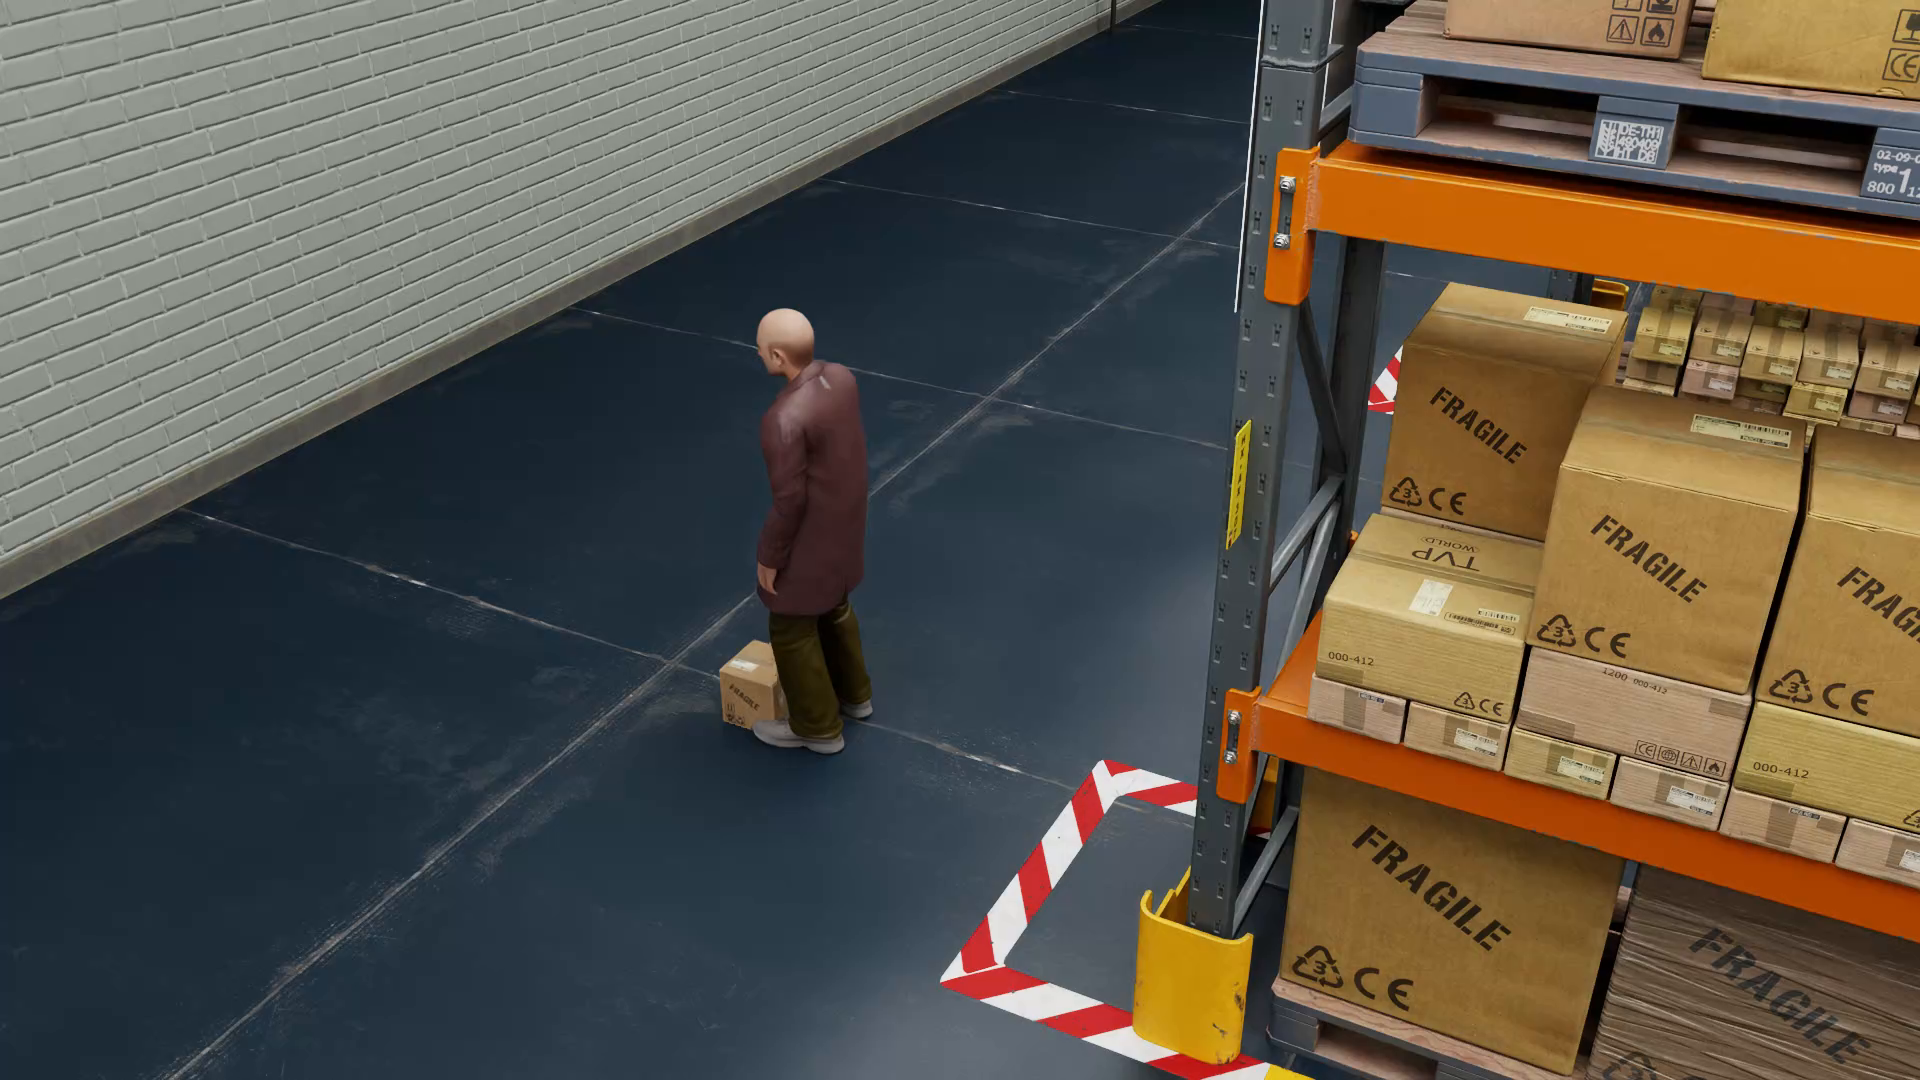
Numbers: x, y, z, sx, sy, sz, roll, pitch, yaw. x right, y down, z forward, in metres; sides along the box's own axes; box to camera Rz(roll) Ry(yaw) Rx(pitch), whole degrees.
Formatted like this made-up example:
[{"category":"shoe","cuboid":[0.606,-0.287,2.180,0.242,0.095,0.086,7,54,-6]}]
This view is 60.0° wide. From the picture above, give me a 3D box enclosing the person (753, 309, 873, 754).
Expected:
[{"category":"person","cuboid":[-0.559,-0.009,6.193,0.426,1.741,0.622,13,32,22]}]
